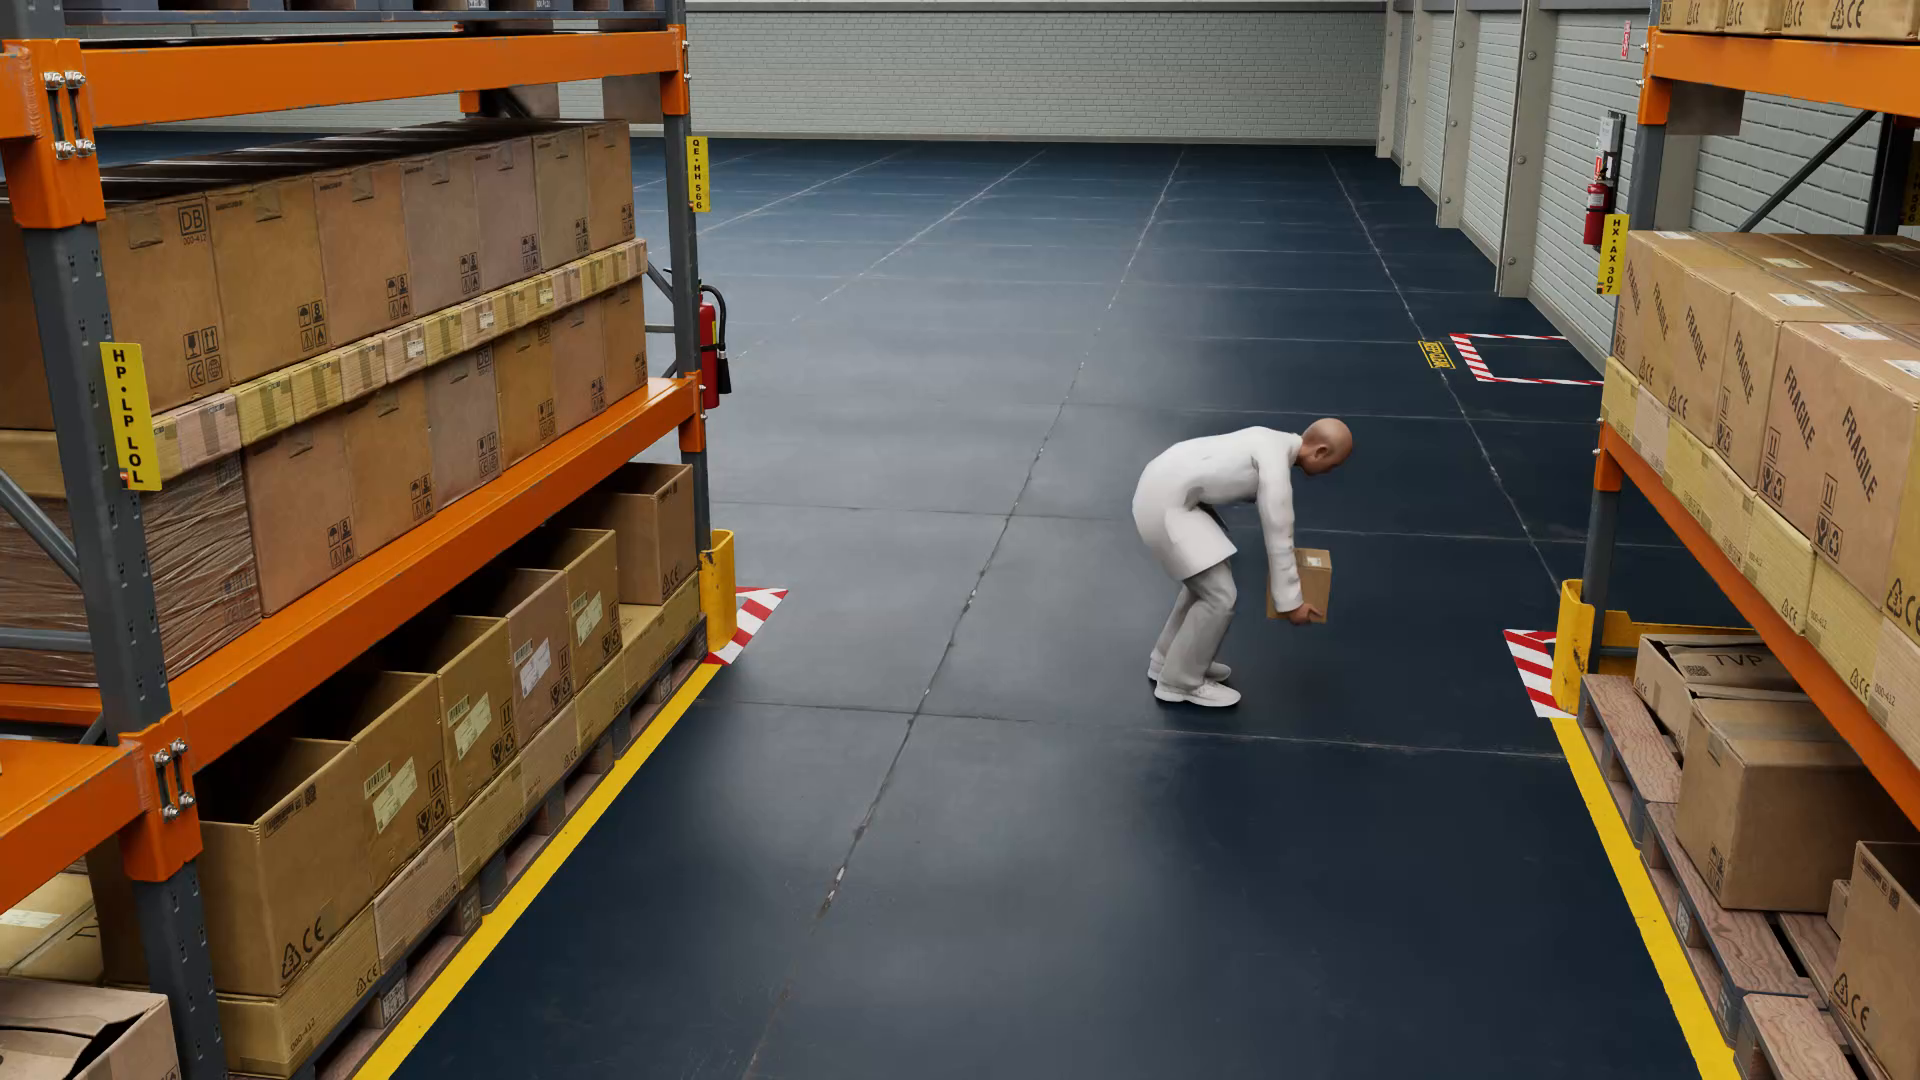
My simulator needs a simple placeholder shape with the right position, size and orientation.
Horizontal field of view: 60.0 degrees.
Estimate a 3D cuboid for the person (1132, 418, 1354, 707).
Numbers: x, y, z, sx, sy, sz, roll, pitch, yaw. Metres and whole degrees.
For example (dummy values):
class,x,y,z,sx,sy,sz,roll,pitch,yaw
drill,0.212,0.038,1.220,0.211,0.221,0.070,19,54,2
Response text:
class,x,y,z,sx,sy,sz,roll,pitch,yaw
person,1.197,0.093,7.192,0.917,1.228,0.569,2,18,7
